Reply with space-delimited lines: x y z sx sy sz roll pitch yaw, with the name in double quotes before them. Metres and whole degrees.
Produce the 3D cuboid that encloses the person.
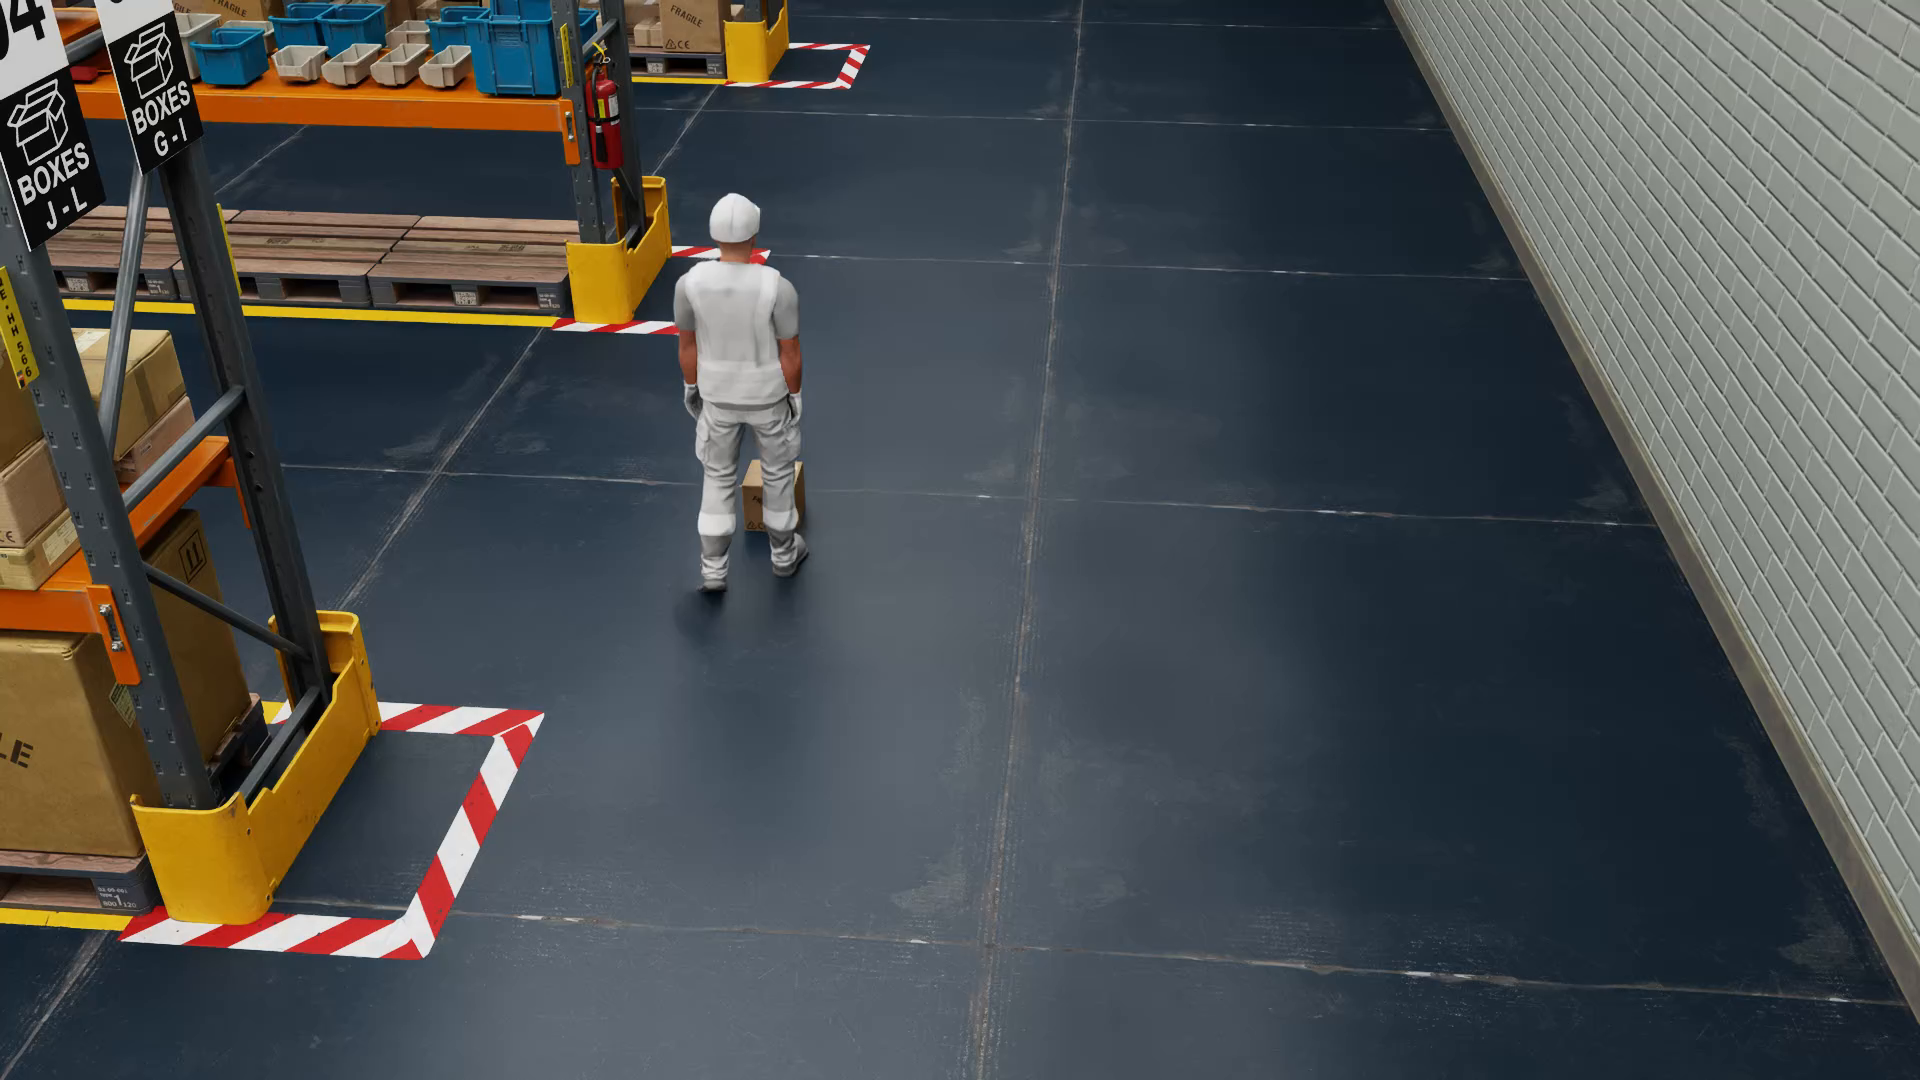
"person" -0.923 -0.577 7.126 0.541 1.879 0.525 3 32 5
